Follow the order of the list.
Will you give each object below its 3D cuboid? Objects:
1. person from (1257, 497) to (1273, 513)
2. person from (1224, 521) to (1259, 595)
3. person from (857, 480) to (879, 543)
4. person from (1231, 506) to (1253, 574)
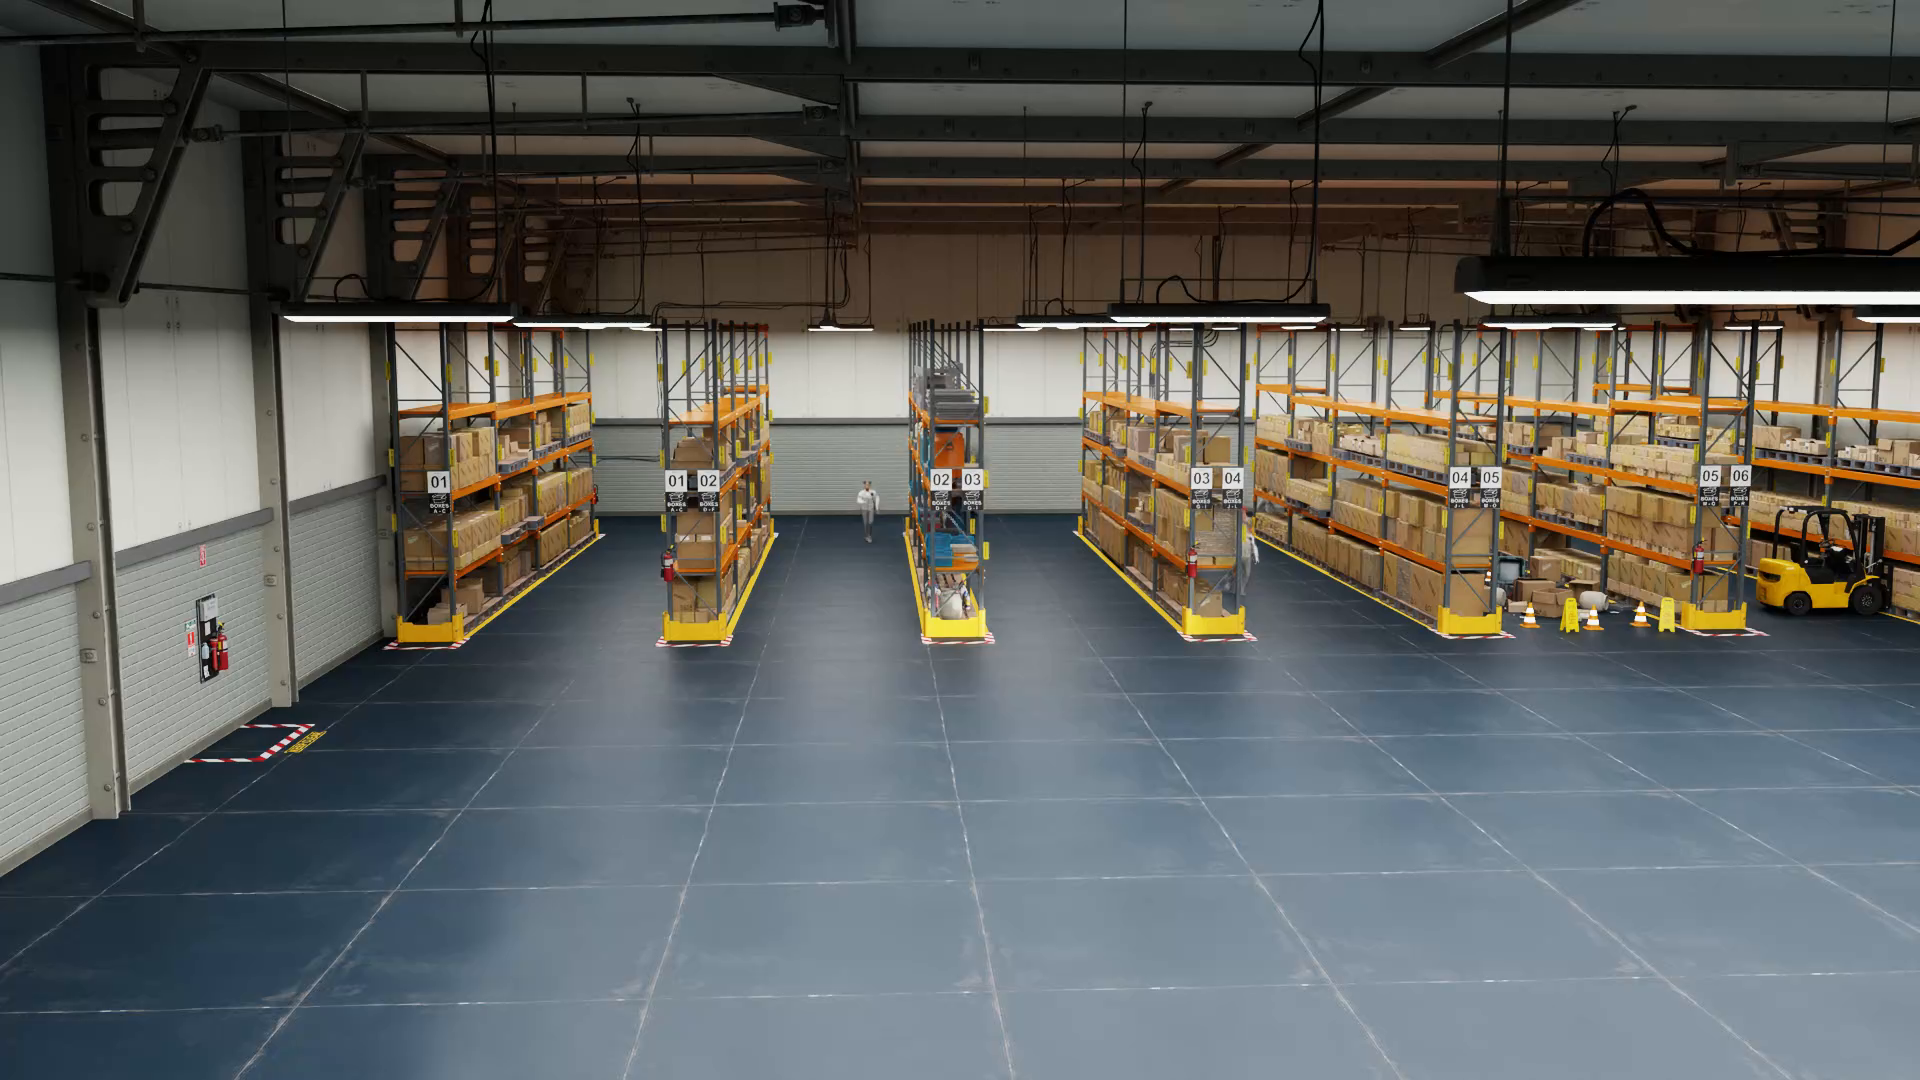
[{"bbox_3d":[9.096,-1.213,49.212,0.675,1.758,0.683,-3,8,-26],"label":"person"},{"bbox_3d":[6.200,0.384,36.639,0.640,1.642,0.636,-1,7,-9],"label":"person"},{"bbox_3d":[-2.544,-0.788,45.953,0.571,1.744,0.832,0,7,3],"label":"person"},{"bbox_3d":[6.624,0.019,39.469,0.641,1.706,0.730,-2,7,-19],"label":"person"}]
